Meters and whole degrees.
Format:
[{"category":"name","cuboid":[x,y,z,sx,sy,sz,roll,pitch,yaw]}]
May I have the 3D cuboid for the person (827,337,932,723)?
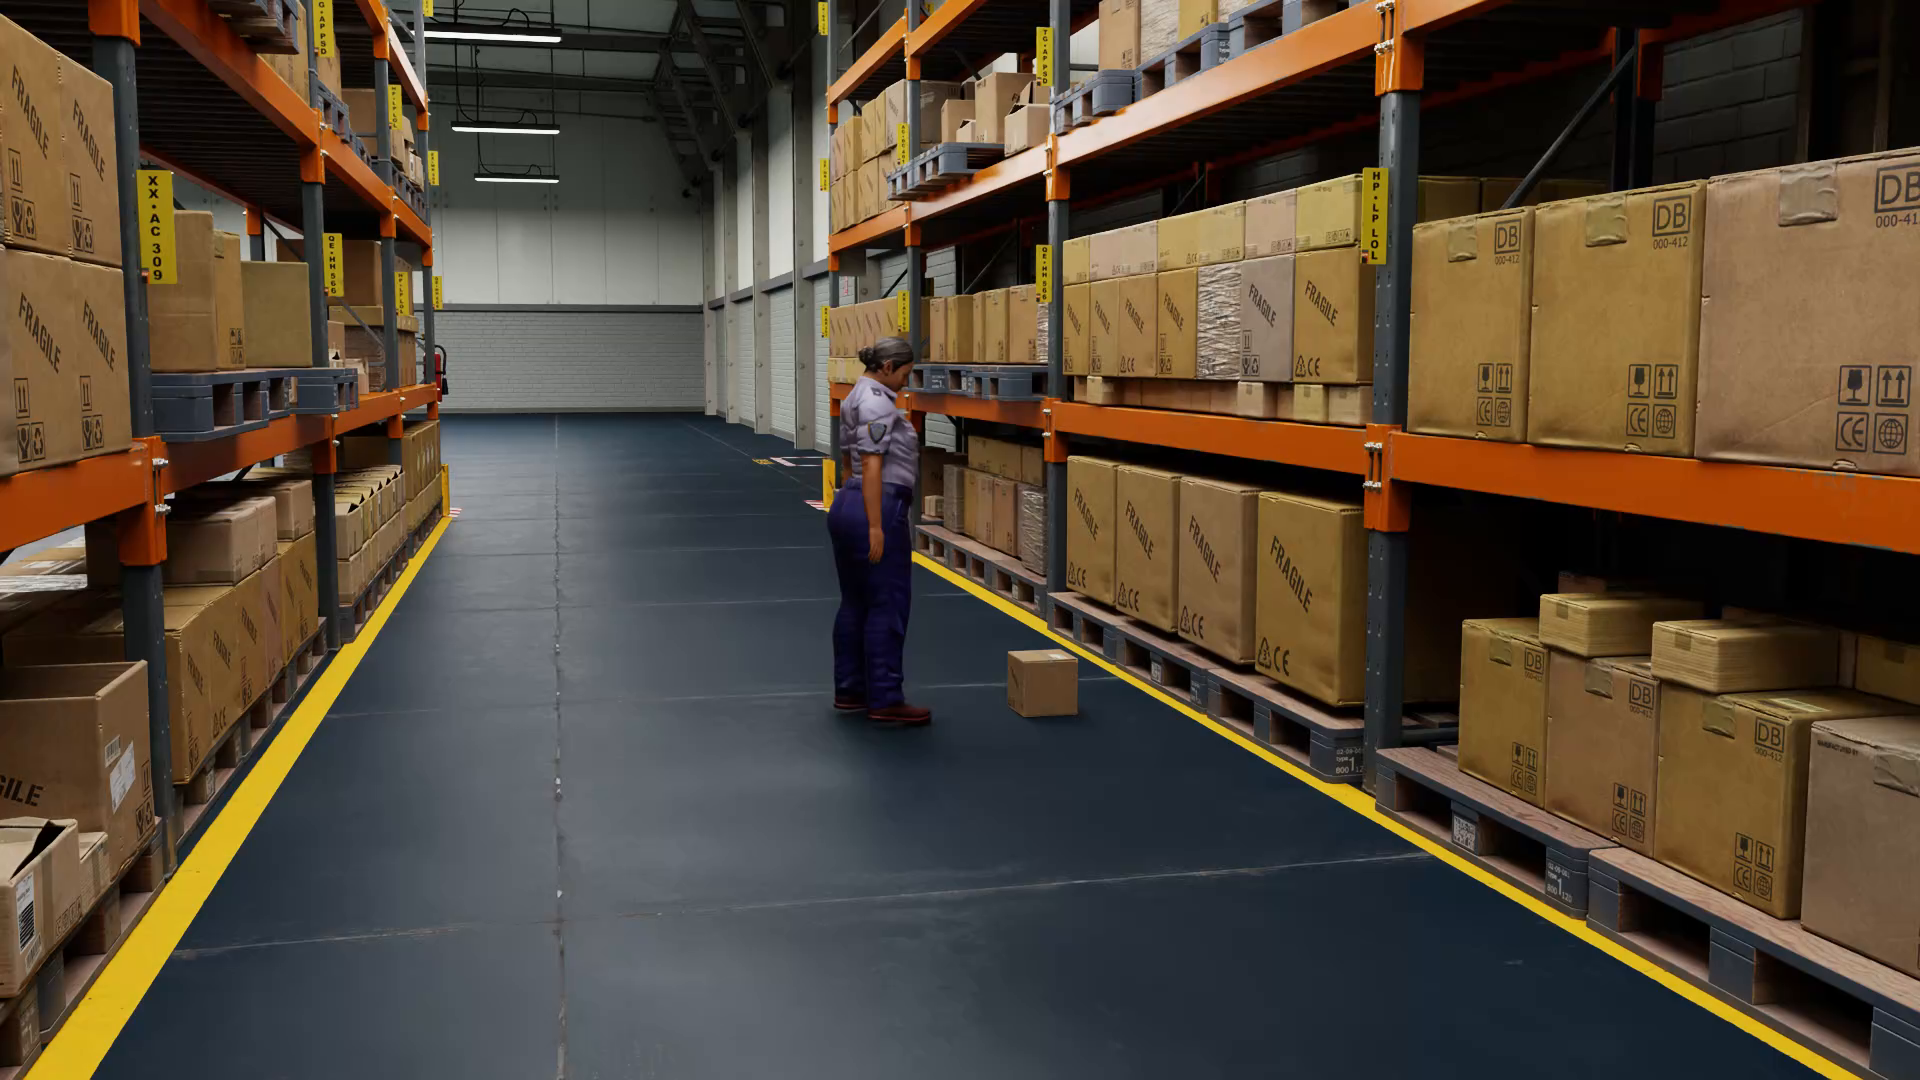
[{"category":"person","cuboid":[-0.358,-0.051,7.137,0.392,1.632,0.511,-2,7,-20]}]
